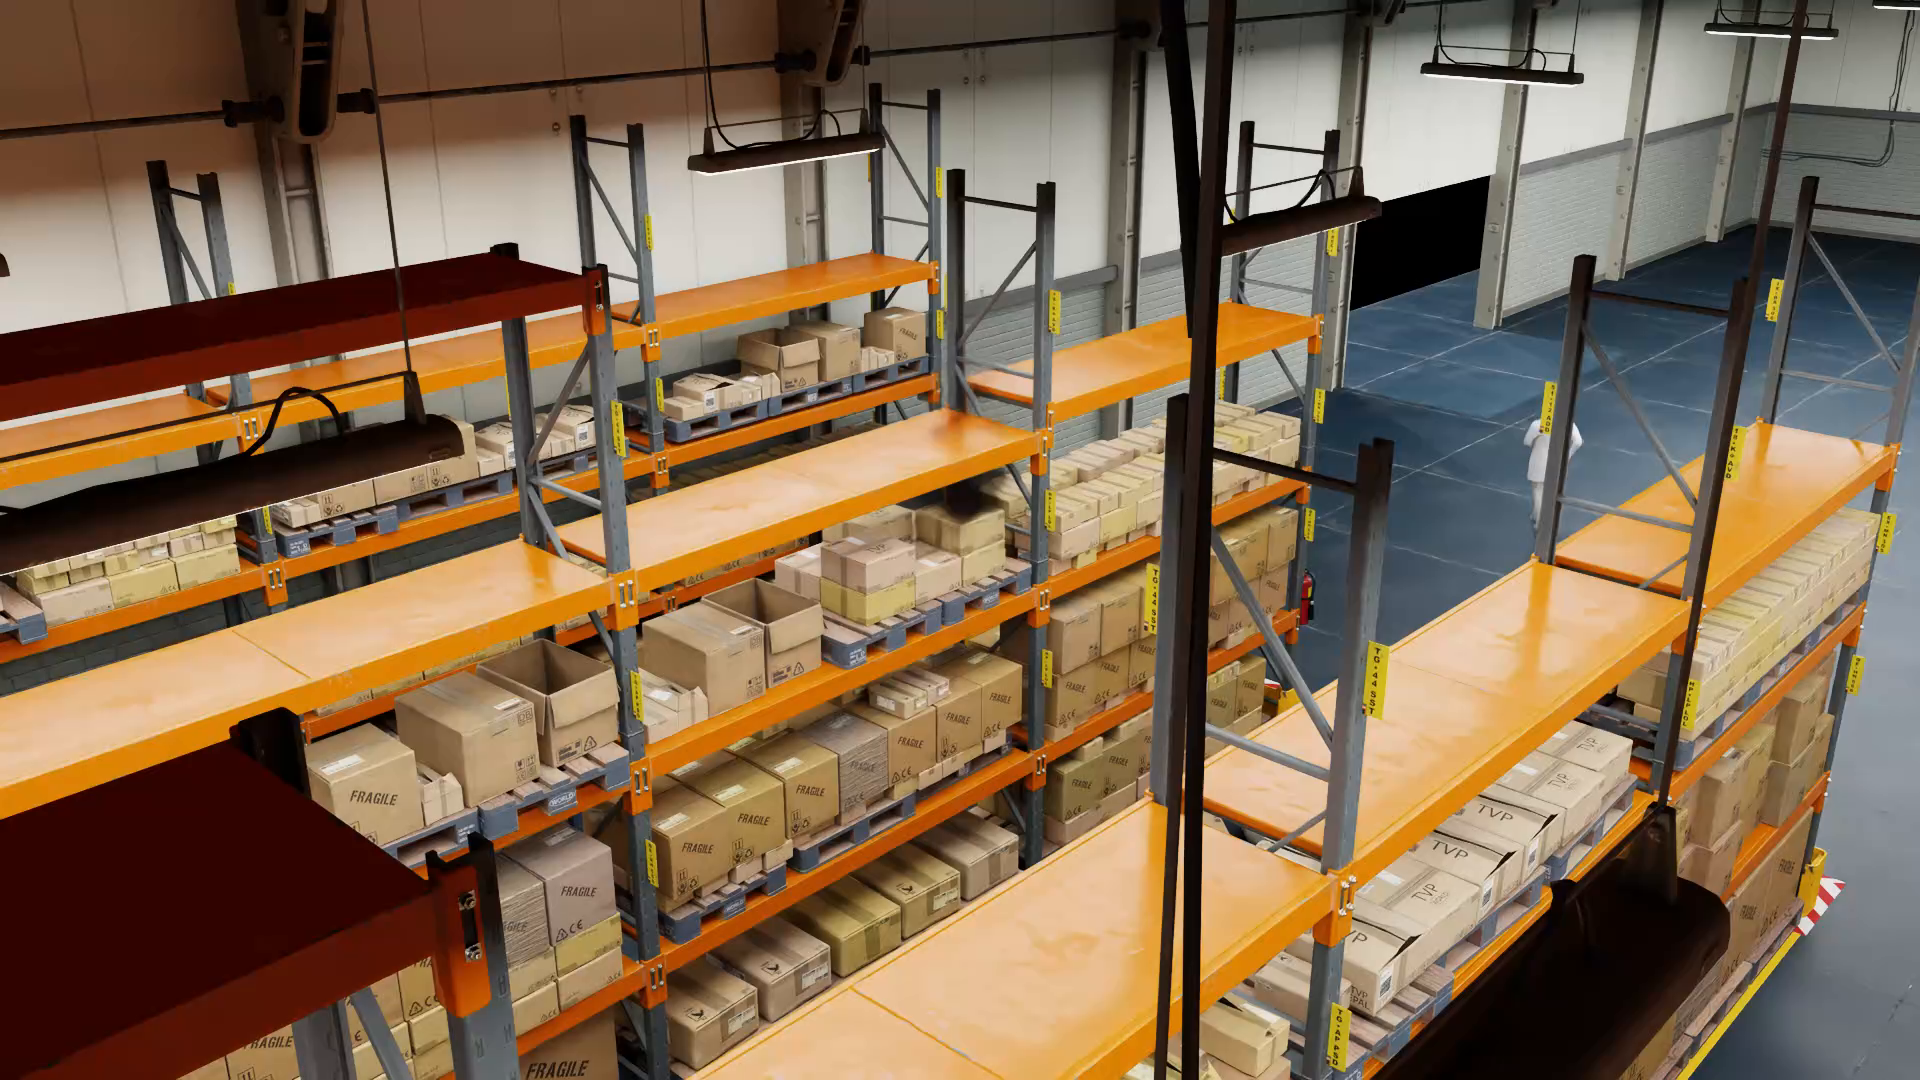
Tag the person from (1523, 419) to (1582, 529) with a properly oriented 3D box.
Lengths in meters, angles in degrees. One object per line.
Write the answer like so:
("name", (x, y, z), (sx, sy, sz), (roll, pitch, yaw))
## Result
("person", (7.816, -1.001, 22.126), (0.705, 1.794, 0.921), (1, 21, 2))
